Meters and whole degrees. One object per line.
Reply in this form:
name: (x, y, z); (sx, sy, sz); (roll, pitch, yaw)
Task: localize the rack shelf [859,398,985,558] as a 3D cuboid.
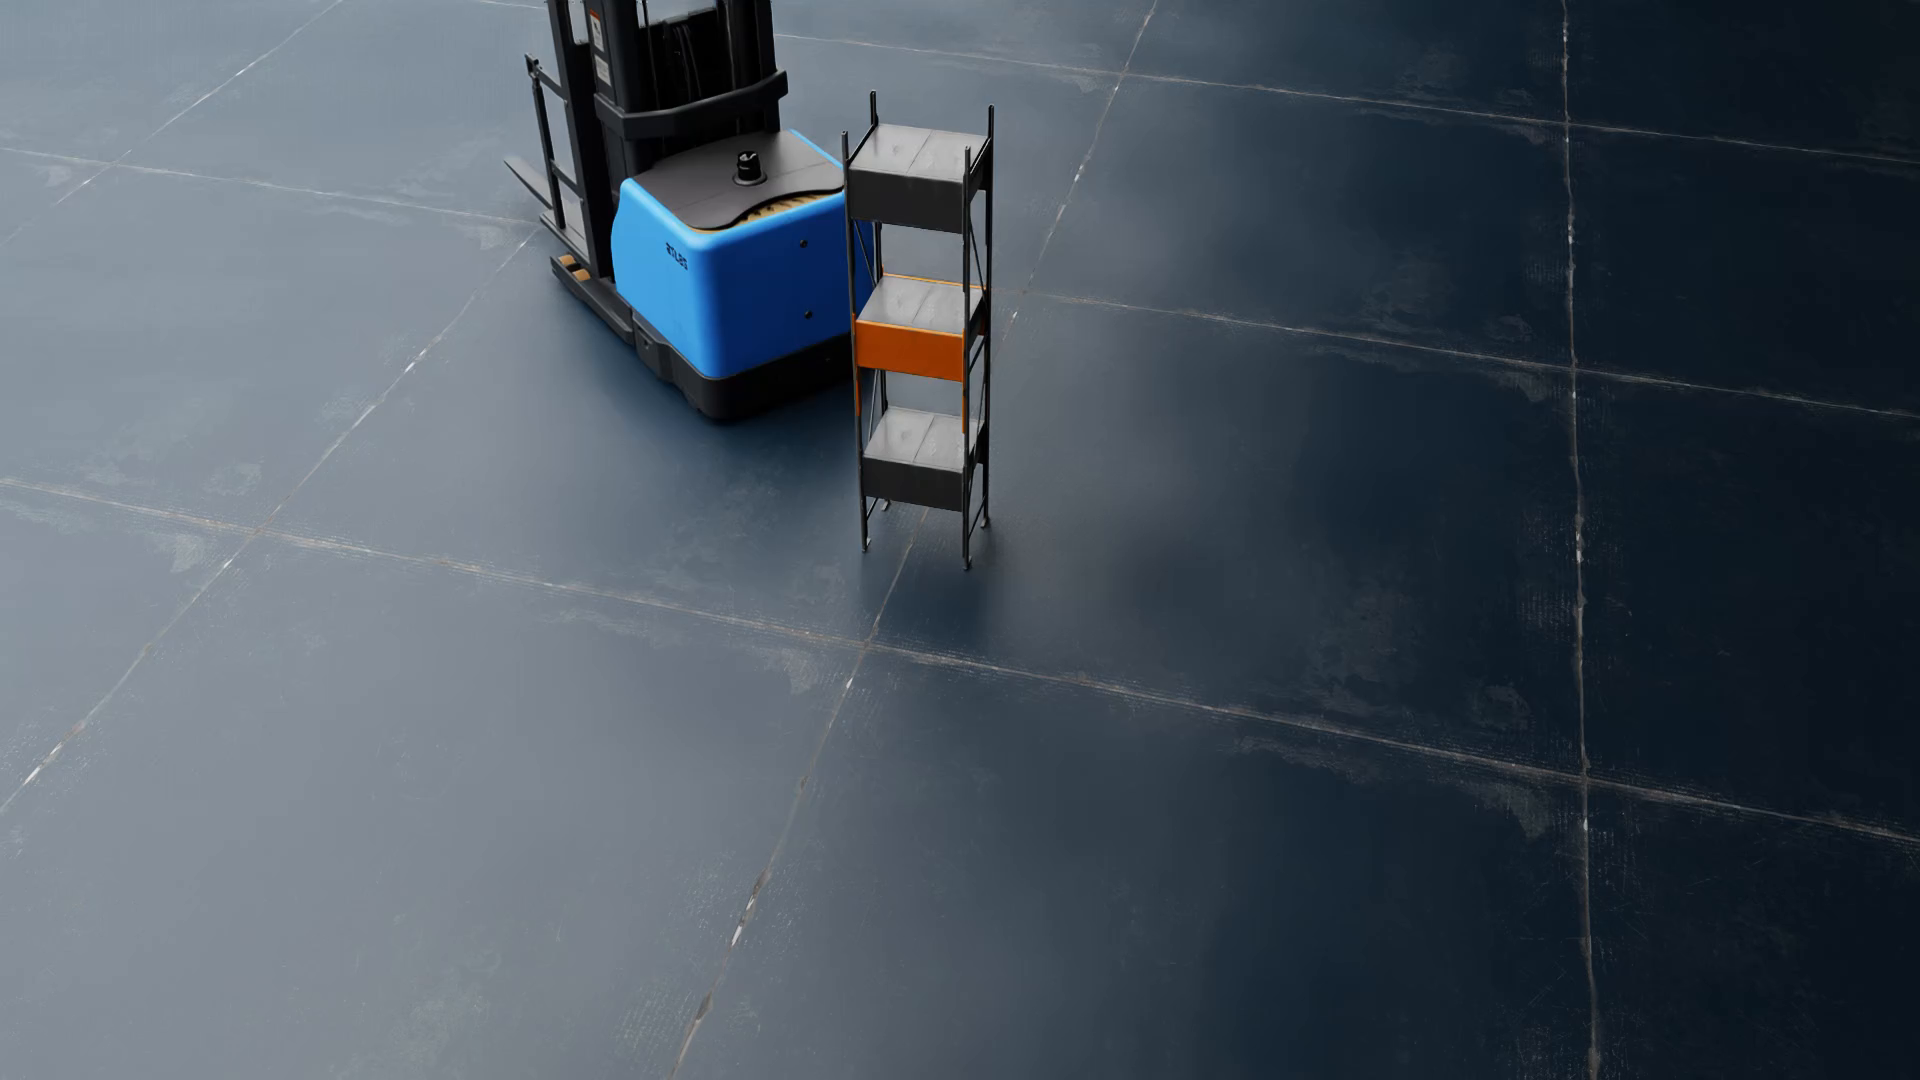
rack shelf: (-0.160, -0.285, 7.591); (0.480, 0.518, 0.431); (10, 41, 11)

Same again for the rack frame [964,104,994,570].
rack frame: (0.076, -0.791, 7.084); (0.015, 2.100, 0.400); (10, 41, 11)

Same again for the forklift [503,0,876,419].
forklift: (-1.674, -2.643, 8.643); (1.130, 2.935, 3.031); (-24, 46, -26)

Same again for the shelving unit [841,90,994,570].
shelving unit: (-0.160, -0.832, 7.132); (0.503, 2.100, 0.431); (10, 41, 11)

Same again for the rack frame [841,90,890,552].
rack frame: (-0.396, -0.872, 7.180); (0.015, 2.100, 0.400); (10, 41, 11)

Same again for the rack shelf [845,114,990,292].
rack shelf: (-0.160, -1.357, 6.691); (0.480, 0.518, 0.431); (10, 41, 11)

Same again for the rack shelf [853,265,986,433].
rack shelf: (-0.160, -0.821, 7.141); (0.480, 0.518, 0.431); (10, 41, 11)
